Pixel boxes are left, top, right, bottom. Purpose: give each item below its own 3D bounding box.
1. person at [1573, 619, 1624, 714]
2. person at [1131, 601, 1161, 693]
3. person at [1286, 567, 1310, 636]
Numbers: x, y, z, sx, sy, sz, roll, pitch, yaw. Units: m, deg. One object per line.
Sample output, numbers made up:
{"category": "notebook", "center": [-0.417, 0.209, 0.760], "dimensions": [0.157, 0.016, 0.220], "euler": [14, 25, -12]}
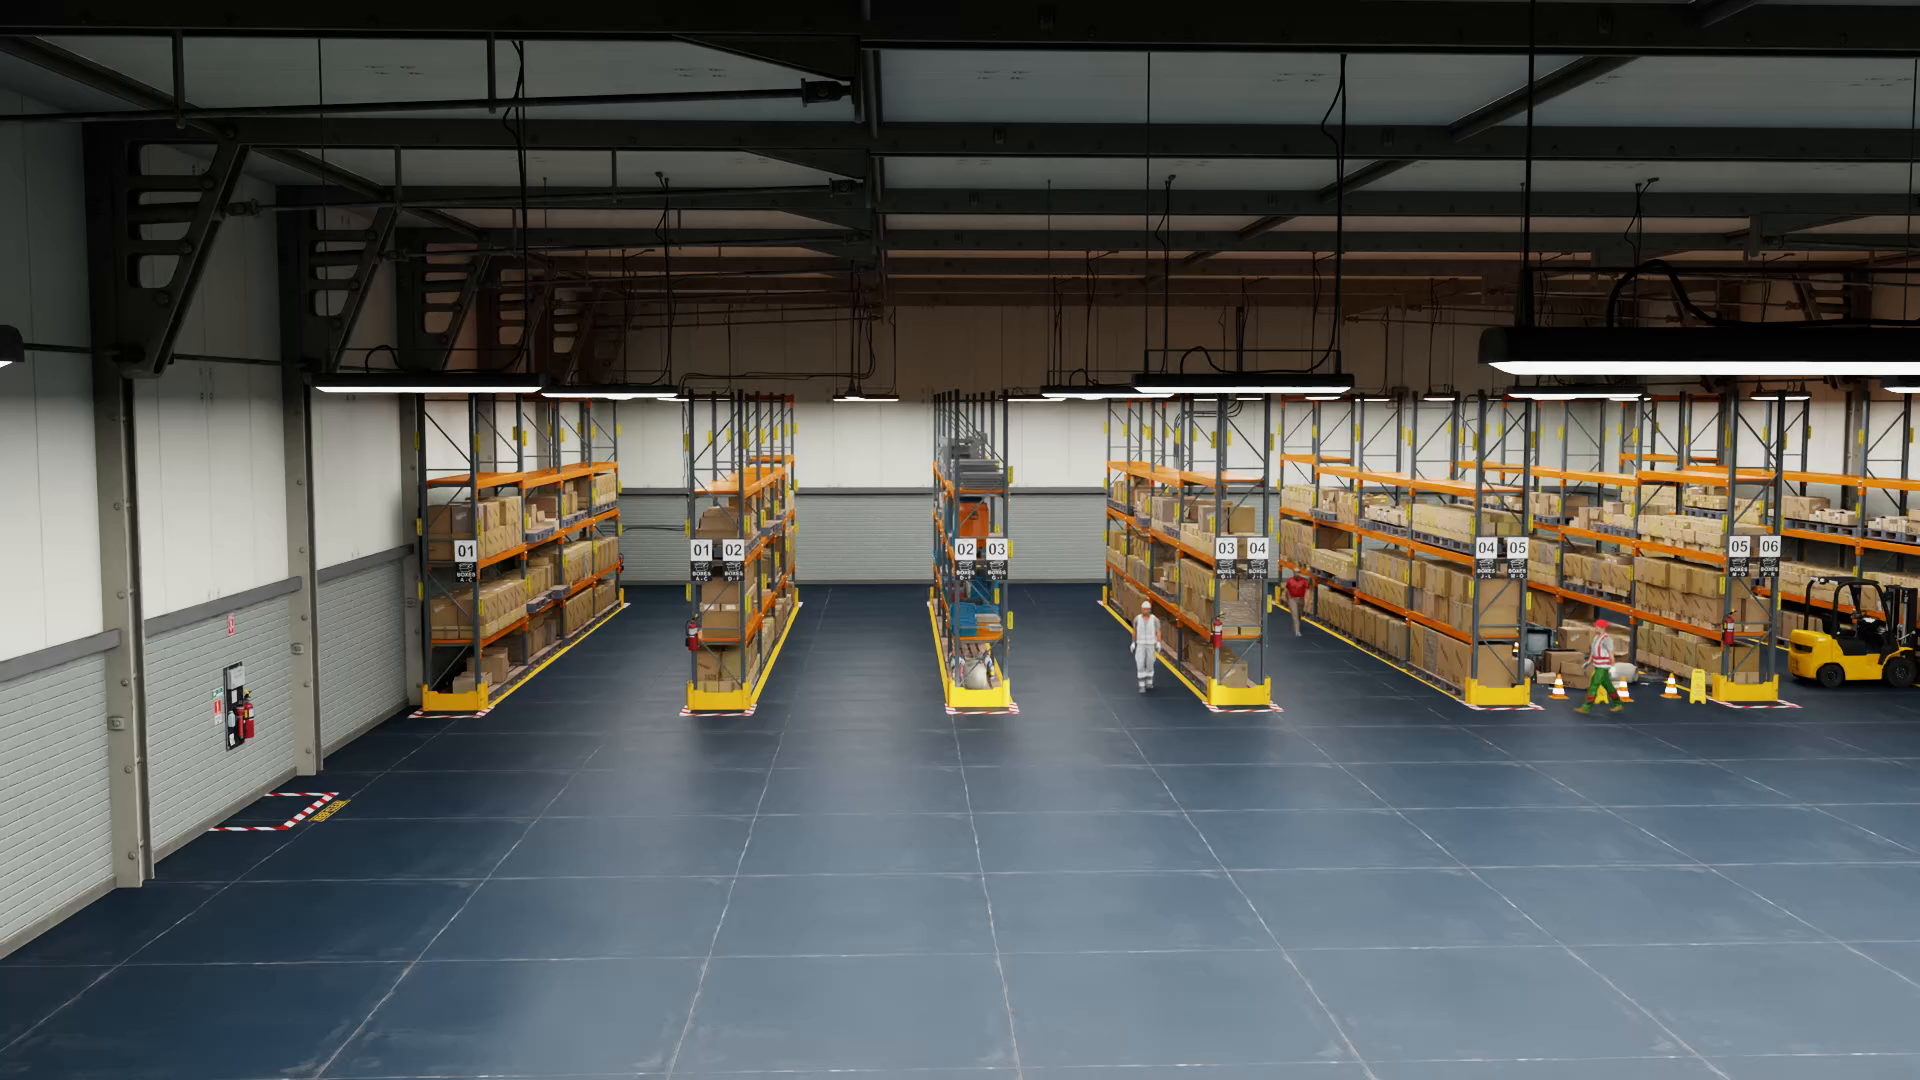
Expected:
{"category": "person", "center": [11.805, 2.335, 30.717], "dimensions": [1.012, 1.745, 0.578], "euler": [0, 5, 0]}
{"category": "person", "center": [3.721, 2.132, 33.260], "dimensions": [0.623, 1.825, 0.596], "euler": [1, 5, 11]}
{"category": "person", "center": [8.384, 1.511, 41.210], "dimensions": [0.523, 1.661, 1.078], "euler": [0, 5, -5]}
